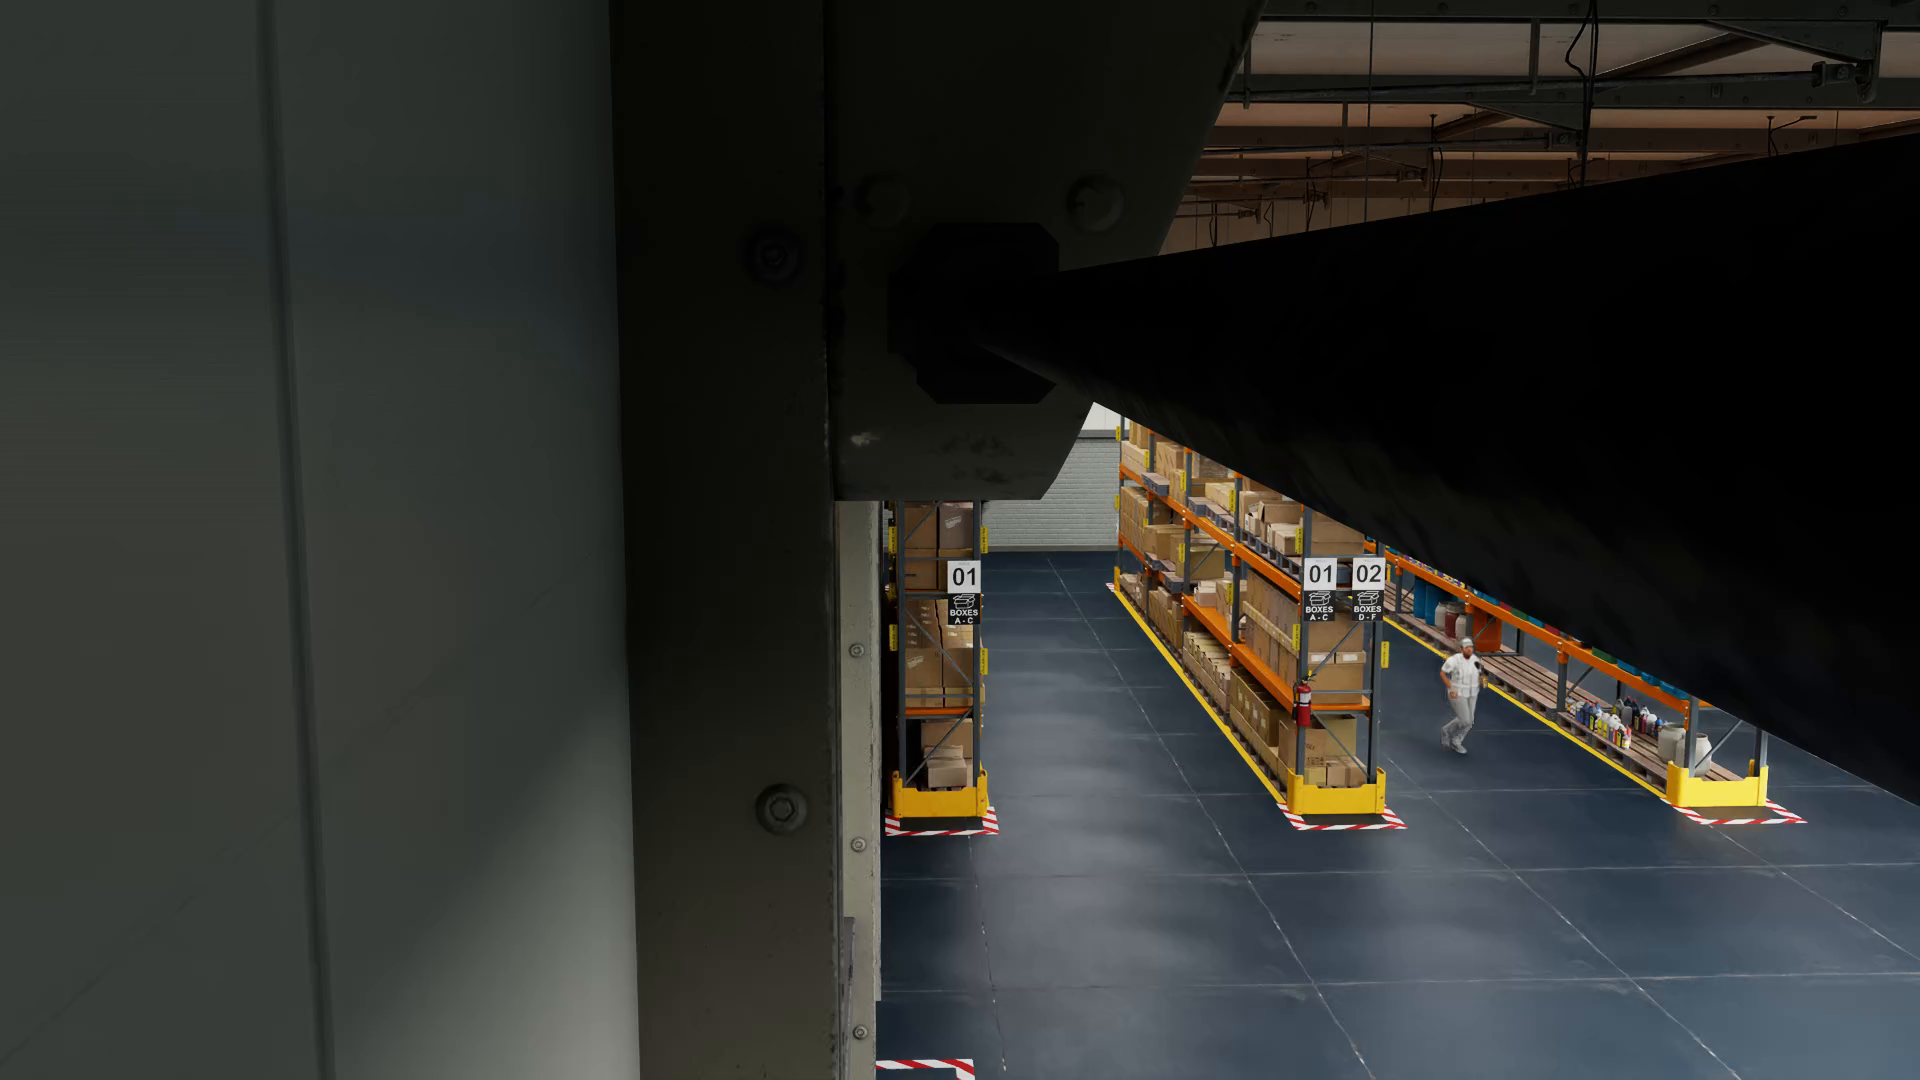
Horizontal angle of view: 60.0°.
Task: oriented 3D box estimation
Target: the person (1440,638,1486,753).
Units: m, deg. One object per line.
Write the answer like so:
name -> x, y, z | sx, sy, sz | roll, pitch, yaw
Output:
person -> 7.096, 2.190, 23.332 | 0.591, 1.622, 0.558 | -3, 9, -19
